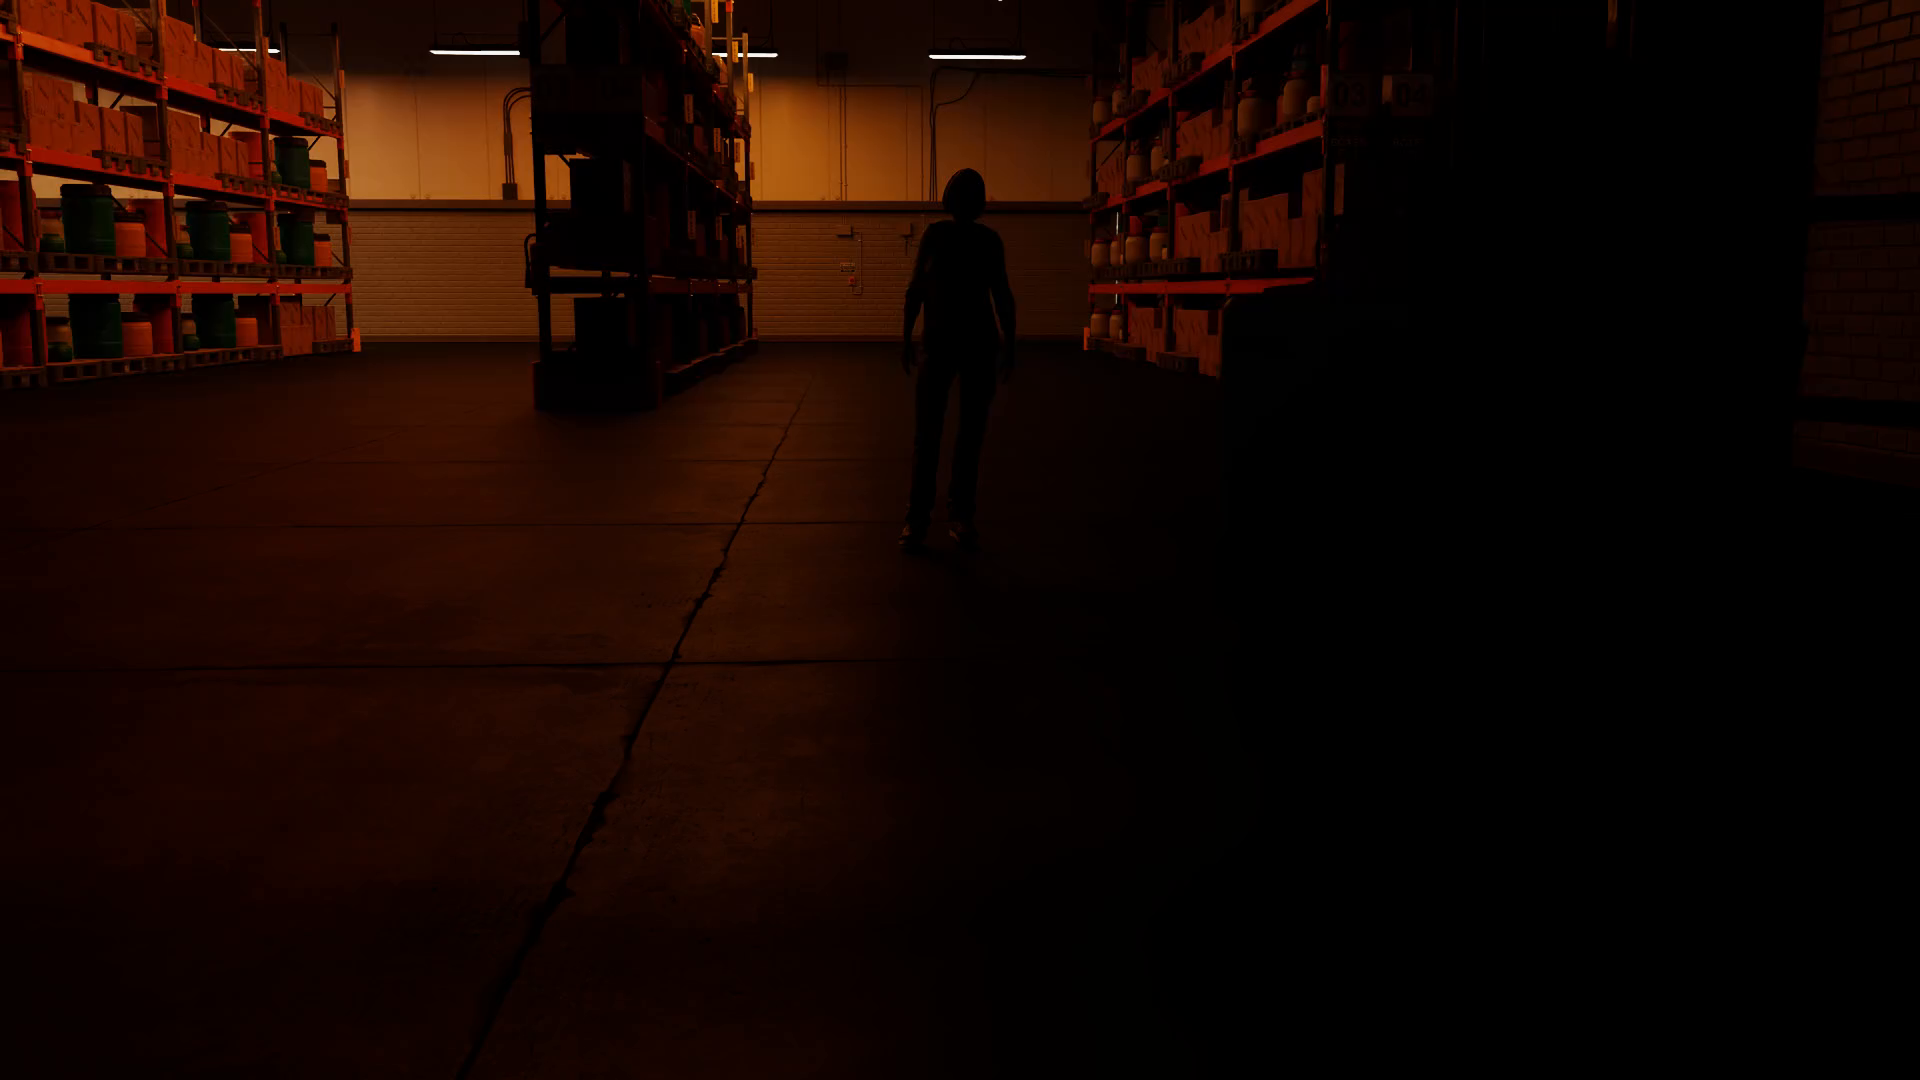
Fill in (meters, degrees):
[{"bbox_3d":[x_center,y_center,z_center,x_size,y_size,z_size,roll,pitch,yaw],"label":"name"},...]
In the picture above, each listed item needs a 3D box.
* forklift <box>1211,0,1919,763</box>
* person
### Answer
[{"bbox_3d":[2.070,-1.016,4.171,1.130,2.935,3.031,-6,10,-36],"label":"forklift"},{"bbox_3d":[-0.009,-0.786,7.118,0.521,1.596,0.475,-1,8,-4],"label":"person"}]
